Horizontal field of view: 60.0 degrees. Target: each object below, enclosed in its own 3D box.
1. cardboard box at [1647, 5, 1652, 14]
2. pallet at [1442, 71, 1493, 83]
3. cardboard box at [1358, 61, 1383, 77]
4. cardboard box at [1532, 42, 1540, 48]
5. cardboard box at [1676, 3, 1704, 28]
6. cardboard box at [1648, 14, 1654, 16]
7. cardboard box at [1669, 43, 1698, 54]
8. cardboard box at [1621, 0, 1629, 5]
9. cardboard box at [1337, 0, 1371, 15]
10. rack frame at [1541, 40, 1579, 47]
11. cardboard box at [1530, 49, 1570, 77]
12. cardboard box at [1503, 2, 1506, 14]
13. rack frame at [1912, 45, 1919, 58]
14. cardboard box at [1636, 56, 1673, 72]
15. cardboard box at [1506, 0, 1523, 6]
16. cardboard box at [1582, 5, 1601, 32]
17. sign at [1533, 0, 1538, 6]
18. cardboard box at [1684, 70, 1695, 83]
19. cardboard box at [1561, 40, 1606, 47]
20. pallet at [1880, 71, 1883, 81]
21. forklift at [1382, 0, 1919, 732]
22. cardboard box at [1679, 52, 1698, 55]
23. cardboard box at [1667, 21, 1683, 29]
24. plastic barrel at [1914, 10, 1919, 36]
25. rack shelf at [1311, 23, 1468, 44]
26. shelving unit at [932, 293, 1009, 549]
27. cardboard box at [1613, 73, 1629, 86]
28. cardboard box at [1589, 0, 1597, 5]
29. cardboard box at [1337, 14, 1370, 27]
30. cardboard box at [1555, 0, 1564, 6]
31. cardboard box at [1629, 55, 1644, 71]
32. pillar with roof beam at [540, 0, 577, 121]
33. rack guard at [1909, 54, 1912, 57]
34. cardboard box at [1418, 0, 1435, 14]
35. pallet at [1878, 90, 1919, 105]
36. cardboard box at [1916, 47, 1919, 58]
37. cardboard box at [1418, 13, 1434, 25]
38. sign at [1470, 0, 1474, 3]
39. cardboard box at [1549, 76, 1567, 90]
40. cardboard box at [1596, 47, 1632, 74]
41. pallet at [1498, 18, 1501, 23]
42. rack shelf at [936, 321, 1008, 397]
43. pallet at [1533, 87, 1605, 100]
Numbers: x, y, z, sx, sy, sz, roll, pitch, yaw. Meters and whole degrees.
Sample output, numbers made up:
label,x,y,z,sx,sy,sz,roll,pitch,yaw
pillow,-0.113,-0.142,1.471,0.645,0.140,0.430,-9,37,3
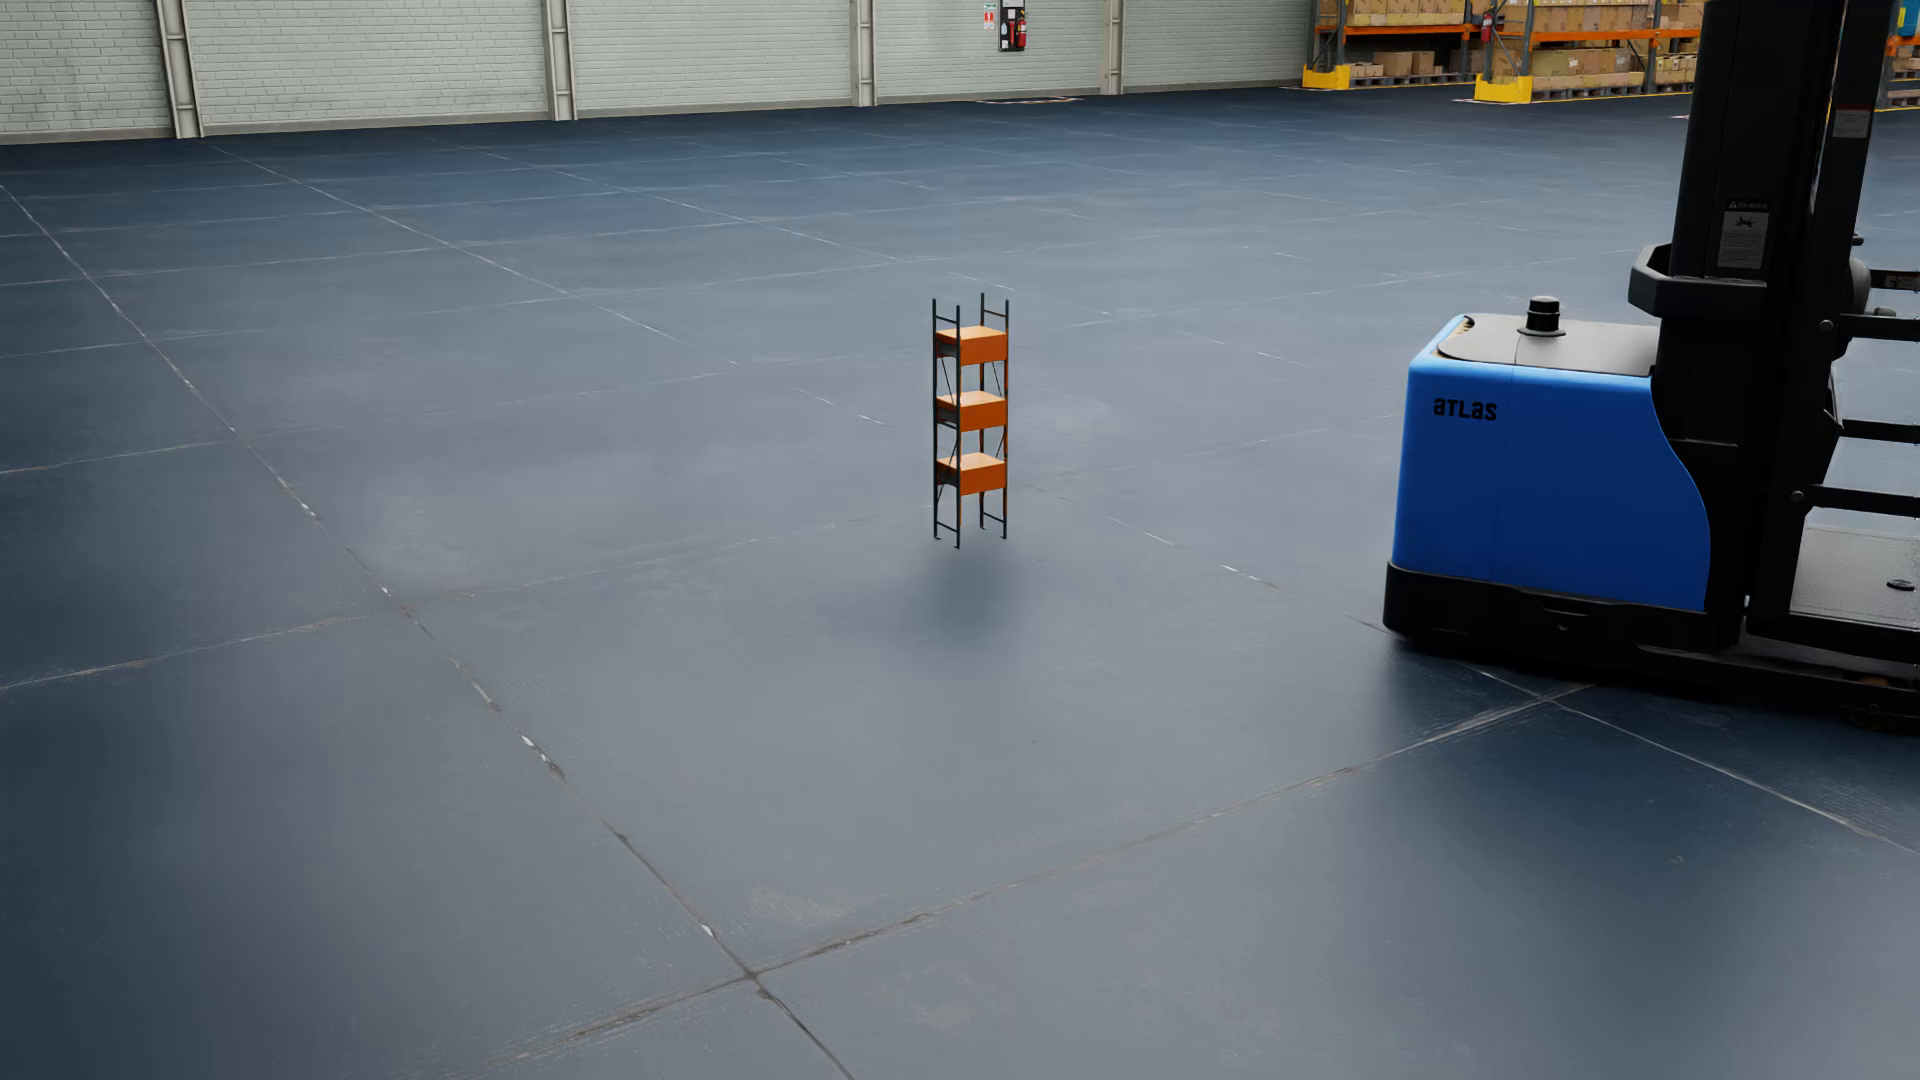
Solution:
label,x,y,z,sx,sy,sz,roll,pitch,yaw
cardboard box,17.009,-13.472,41.760,0.500,0.500,0.500,-12,22,-31
pallet,12.069,-11.010,39.481,1.213,0.211,1.003,-12,22,-31
cardboard box,9.182,-10.621,37.490,0.500,0.311,0.500,-10,21,-27
cardboard box,13.677,-12.053,40.257,0.500,0.250,0.500,-11,22,-30
cardboard box,15.656,-11.228,35.617,0.500,0.500,0.500,-12,22,-31
cardboard box,17.347,-13.211,41.999,0.250,0.149,0.380,-12,22,-31
cardboard box,18.782,-12.721,43.437,0.500,0.500,0.700,-12,22,-31
cardboard box,13.394,-10.982,33.876,0.250,0.149,0.380,-12,22,-32
cardboard box,8.643,-11.786,36.455,0.500,0.500,0.500,-12,22,-31
rack frame,14.760,-12.898,40.711,0.127,3.000,1.000,-12,22,-31
cardboard box,11.793,-9.539,33.244,0.500,0.500,0.500,-12,22,-31
cardboard box,12.867,-12.750,39.432,0.500,0.500,0.700,-9,21,-24
rack frame,24.169,-12.982,40.962,0.127,3.000,1.000,-12,22,-31
cardboard box,14.629,-10.037,35.012,0.500,0.311,0.500,-12,22,-31
cardboard box,11.021,-10.637,32.856,0.250,0.149,0.380,-12,22,-32
cardboard box,12.495,-10.564,33.652,0.500,0.500,0.700,-11,22,-30
sign,11.106,-10.462,32.032,0.005,0.325,0.100,-12,22,-31
cardboard box,15.479,-9.951,35.635,0.500,0.250,0.500,-13,22,-33
cardboard box,15.446,-12.173,41.268,0.750,0.750,0.750,-12,22,-32
pallet,21.402,-11.077,39.682,1.213,0.211,1.003,-12,22,-31
forklift,3.112,-0.939,5.446,3.031,2.935,1.130,9,20,24
cardboard box,16.027,-10.538,36.493,0.500,0.311,0.500,-13,22,-33
cardboard box,14.999,-10.851,35.050,0.250,0.149,0.380,-12,22,-31
plastic barrel,17.788,-9.717,31.092,0.433,0.535,0.433,0,19,0
rack shelf,9.749,-11.500,37.701,4.000,0.370,1.077,-12,22,-31
shelving unit,0.045,-0.507,7.105,0.252,1.050,0.215,-12,22,-31
cardboard box,13.457,-9.539,34.416,0.500,0.250,0.500,-12,22,-31
cardboard box,12.537,-10.801,33.340,0.250,0.149,0.380,-12,22,-31
cardboard box,8.661,-11.428,36.567,0.500,0.250,0.500,-13,22,-33
cardboard box,11.680,-10.621,32.809,0.250,0.149,0.380,-12,22,-31
cardboard box,14.327,-10.179,35.431,0.500,0.311,0.500,-12,22,-31
pillar with roof beam,-4.478,-10.363,23.847,0.400,9.000,9.100,-12,22,-31
rack guard,24.106,-11.785,41.323,0.348,0.500,1.175,-12,22,-31
cardboard box,10.354,-12.145,37.519,0.500,0.500,0.500,-13,22,-33
pallet,18.522,-8.587,32.315,1.213,0.211,1.003,-12,22,-31
cardboard box,23.850,-11.845,40.814,0.500,0.500,0.500,-12,22,-31
cardboard box,10.358,-11.789,37.634,0.500,0.250,0.500,-12,22,-32
sign,11.724,-12.459,38.063,0.005,0.325,0.100,-12,22,-31
cardboard box,11.792,-9.184,33.366,0.500,0.250,0.500,-12,22,-31
cardboard box,13.456,-9.895,34.297,0.500,0.500,0.500,-12,22,-31
pallet,13.129,-12.447,39.678,1.213,0.211,1.003,-12,22,-31
rack shelf,0.045,-0.766,7.017,0.240,0.259,0.215,-12,22,-31
pallet,12.440,-9.203,34.136,1.213,0.211,1.003,-12,22,-31
